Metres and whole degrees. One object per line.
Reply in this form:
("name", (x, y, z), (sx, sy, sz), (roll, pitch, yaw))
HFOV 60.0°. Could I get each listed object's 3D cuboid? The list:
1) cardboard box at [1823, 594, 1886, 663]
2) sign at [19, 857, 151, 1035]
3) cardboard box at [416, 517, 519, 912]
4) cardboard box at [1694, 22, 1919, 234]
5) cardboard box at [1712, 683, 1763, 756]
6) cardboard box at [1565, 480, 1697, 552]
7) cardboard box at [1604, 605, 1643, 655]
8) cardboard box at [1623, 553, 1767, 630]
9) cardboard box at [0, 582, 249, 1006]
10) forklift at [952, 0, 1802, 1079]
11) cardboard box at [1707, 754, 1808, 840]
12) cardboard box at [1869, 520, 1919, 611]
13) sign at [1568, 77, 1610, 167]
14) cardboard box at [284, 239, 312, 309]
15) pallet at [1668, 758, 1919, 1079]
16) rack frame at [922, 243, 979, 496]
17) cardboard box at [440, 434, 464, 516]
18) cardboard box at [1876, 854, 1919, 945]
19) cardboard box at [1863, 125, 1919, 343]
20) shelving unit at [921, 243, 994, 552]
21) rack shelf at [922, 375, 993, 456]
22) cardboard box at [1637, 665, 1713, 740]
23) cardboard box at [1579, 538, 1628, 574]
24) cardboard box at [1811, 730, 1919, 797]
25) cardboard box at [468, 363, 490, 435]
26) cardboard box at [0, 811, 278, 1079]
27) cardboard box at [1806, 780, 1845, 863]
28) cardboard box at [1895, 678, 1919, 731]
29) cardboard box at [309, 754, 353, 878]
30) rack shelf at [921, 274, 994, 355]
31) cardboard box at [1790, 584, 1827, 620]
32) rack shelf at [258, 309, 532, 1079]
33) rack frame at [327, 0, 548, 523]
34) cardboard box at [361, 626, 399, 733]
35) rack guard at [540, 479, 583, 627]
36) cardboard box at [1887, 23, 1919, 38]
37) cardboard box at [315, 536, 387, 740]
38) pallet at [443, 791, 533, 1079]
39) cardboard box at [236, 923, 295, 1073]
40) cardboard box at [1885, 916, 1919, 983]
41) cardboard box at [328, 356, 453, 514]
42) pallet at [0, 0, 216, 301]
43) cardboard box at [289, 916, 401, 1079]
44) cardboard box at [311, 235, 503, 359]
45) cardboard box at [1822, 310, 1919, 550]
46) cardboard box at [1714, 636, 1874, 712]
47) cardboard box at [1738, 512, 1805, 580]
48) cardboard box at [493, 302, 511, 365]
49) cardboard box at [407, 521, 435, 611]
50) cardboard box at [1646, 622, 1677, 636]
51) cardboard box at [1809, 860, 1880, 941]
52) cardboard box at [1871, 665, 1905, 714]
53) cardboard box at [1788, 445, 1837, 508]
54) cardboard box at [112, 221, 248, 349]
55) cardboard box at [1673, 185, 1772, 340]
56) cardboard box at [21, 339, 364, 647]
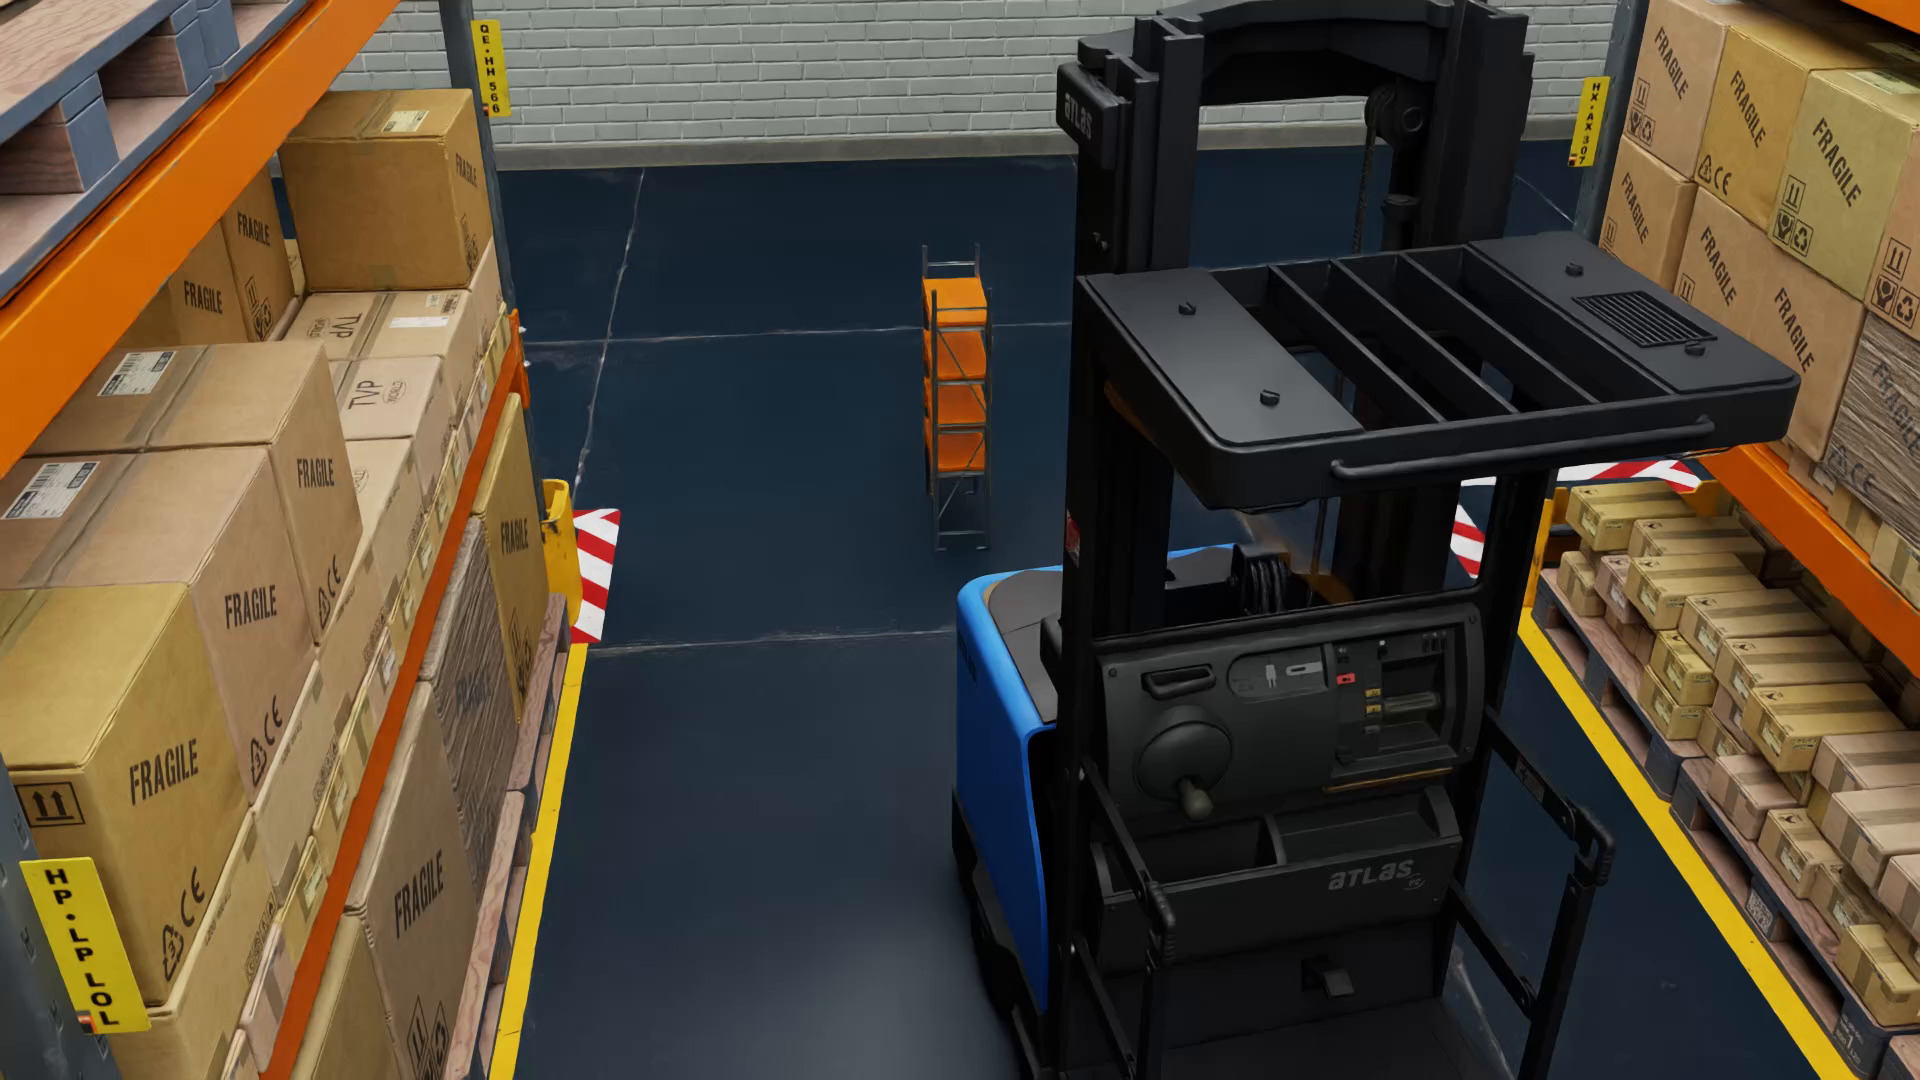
("cardboard box", (3.195, 0.275, 5.655), (0.380, 0.149, 0.250), (-4, 31, -7))
("sign", (-1.219, 0.570, 2.318), (0.100, 0.325, 0.005), (-3, 31, -5))
("cardboard box", (-1.908, 0.542, 5.081), (0.875, 0.875, 0.875), (-3, 31, -5))
("cardboard box", (2.646, -1.265, 5.079), (0.500, 0.500, 0.500), (-2, 31, -3))
("cardboard box", (2.724, 0.562, 5.464), (0.380, 0.149, 0.250), (-4, 31, -7))
("cardboard box", (2.526, -0.092, 6.269), (0.380, 0.149, 0.250), (-4, 31, -7))
("cardboard box", (2.652, 0.292, 6.206), (0.380, 0.149, 0.250), (-3, 31, -5))
("cardboard box", (2.567, 0.178, 5.818), (0.380, 0.149, 0.250), (-3, 31, -5))
("cardboard box", (-1.549, 0.422, 2.743), (0.500, 0.500, 0.500), (-3, 31, -5))
("forklift", (0.826, 0.448, 3.641), (1.130, 2.935, 3.031), (-7, 32, -12))
("cardboard box", (2.652, 0.812, 5.337), (0.380, 0.149, 0.250), (-4, 31, -7))
("cardboard box", (2.712, 0.057, 4.475), (0.380, 0.149, 0.250), (-2, 31, -4))
("sign", (2.275, -1.510, 6.008), (0.100, 0.325, 0.005), (-3, 31, -5))
("cardboard box", (-2.356, -0.783, 5.492), (0.500, 0.250, 0.500), (-4, 31, -6))
("pallet", (2.974, 1.110, 5.186), (1.003, 0.211, 1.213), (-3, 31, -5))
("rack frame", (-0.038, -0.724, 7.292), (0.240, 1.200, 0.015), (-3, 31, -5))
("cardboard box", (-1.674, -0.183, 4.876), (0.380, 0.149, 0.250), (-3, 31, -6))
("cardboard box", (2.739, 0.972, 4.488), (0.380, 0.149, 0.250), (-4, 31, -7))
("cardboard box", (2.724, -0.738, 4.198), (0.500, 0.500, 0.500), (-4, 31, -6))
("shelving unit", (-0.015, -0.600, 7.084), (0.258, 1.200, 0.503), (-3, 31, -5))
("rack shelf", (-0.015, -0.542, 7.118), (0.258, 0.148, 0.480), (-3, 31, -5))
("cardboard box", (2.596, 0.554, 5.767), (0.380, 0.149, 0.250), (-2, 31, -4))
("cardboard box", (2.609, 0.032, 6.352), (0.380, 0.149, 0.250), (-2, 31, -3))
("cardboard box", (2.787, 0.703, 4.939), (0.380, 0.149, 0.250), (-3, 31, -4))
("cardboard box", (-1.723, -0.443, 5.311), (0.380, 0.149, 0.250), (-3, 31, -4))
("cardboard box", (-1.542, 0.749, 2.928), (0.500, 0.250, 0.500), (-3, 31, -5))
("cardboard box", (2.806, 0.837, 5.004), (0.380, 0.149, 0.250), (-1, 31, -2))
("cardboard box", (3.190, 0.549, 5.196), (0.380, 0.149, 0.250), (-4, 31, -6))
("cardboard box", (-1.531, 0.602, 3.561), (0.380, 0.149, 0.250), (-4, 31, -6))
("rack shelf", (-0.015, -0.937, 6.882), (0.258, 0.148, 0.480), (-3, 31, -5))
("cardboard box", (3.199, 0.273, 5.948), (0.380, 0.149, 0.250), (-4, 31, -7))
("rack shelf", (-1.946, 0.352, 4.437), (1.077, 0.370, 4.000), (-3, 31, -5))
("rack frame", (-2.132, -0.978, 5.962), (1.000, 3.000, 0.127), (-3, 31, -5))
("cardboard box", (-1.577, 0.343, 3.995), (0.380, 0.149, 0.250), (-2, 31, -4))
("rack guard", (-2.135, 0.083, 6.624), (1.175, 0.500, 0.348), (-3, 31, -5))
("cardboard box", (3.153, -1.283, 5.111), (0.500, 0.500, 0.500), (-4, 31, -6))
("cardboard box", (-1.637, 0.230, 3.796), (0.500, 0.250, 0.500), (-2, 31, -3))
("pallet", (-1.869, 1.245, 4.960), (1.003, 0.211, 1.213), (-3, 31, -5))
("cardboard box", (-1.480, 0.871, 3.111), (0.380, 0.149, 0.250), (-4, 31, -6))
("cardboard box", (2.794, 1.113, 4.542), (0.380, 0.149, 0.250), (-2, 31, -3))
("cardboard box", (-1.728, -0.288, 4.663), (0.500, 0.250, 0.500), (-4, 31, -6))
("pallet", (-1.825, -0.604, 2.497), (1.003, 0.211, 1.213), (-3, 31, -5))
("cardboard box", (-1.741, 1.455, 3.551), (0.875, 0.875, 0.875), (-3, 31, -5))
("cardboard box", (-1.823, -0.806, 5.531), (0.500, 0.250, 0.500), (-3, 31, -5))
("cardboard box", (2.744, -0.309, 4.455), (0.500, 0.500, 0.500), (-4, 31, -6))
("cardboard box", (2.690, 0.443, 5.374), (0.380, 0.149, 0.250), (-2, 31, -3))
("cardboard box", (3.083, 0.013, 6.093), (0.380, 0.149, 0.250), (-2, 31, -4))
("cardboard box", (-1.771, -0.704, 5.748), (0.380, 0.149, 0.250), (-2, 31, -4))
("cardboard box", (-1.629, 0.076, 4.442), (0.380, 0.149, 0.250), (-2, 31, -4))
("cardboard box", (2.689, 0.295, 5.911), (0.380, 0.149, 0.250), (-2, 31, -4))
("cardboard box", (2.759, 1.073, 4.899), (0.380, 0.149, 0.250), (-2, 31, -4))
("cardboard box", (3.260, 0.537, 5.507), (0.380, 0.149, 0.250), (-2, 31, -4))
("cardboard box", (2.713, -0.214, 4.929), (0.380, 0.149, 0.250), (-3, 31, -6))
("cardboard box", (-2.255, -0.586, 4.430), (0.500, 0.500, 0.500), (-4, 31, -6))
("cardboard box", (2.658, -0.820, 5.310), (0.500, 0.500, 0.500), (-3, 31, -4))
("cardboard box", (-1.640, -0.095, 3.609), (0.500, 0.500, 0.500), (-4, 31, -6))
